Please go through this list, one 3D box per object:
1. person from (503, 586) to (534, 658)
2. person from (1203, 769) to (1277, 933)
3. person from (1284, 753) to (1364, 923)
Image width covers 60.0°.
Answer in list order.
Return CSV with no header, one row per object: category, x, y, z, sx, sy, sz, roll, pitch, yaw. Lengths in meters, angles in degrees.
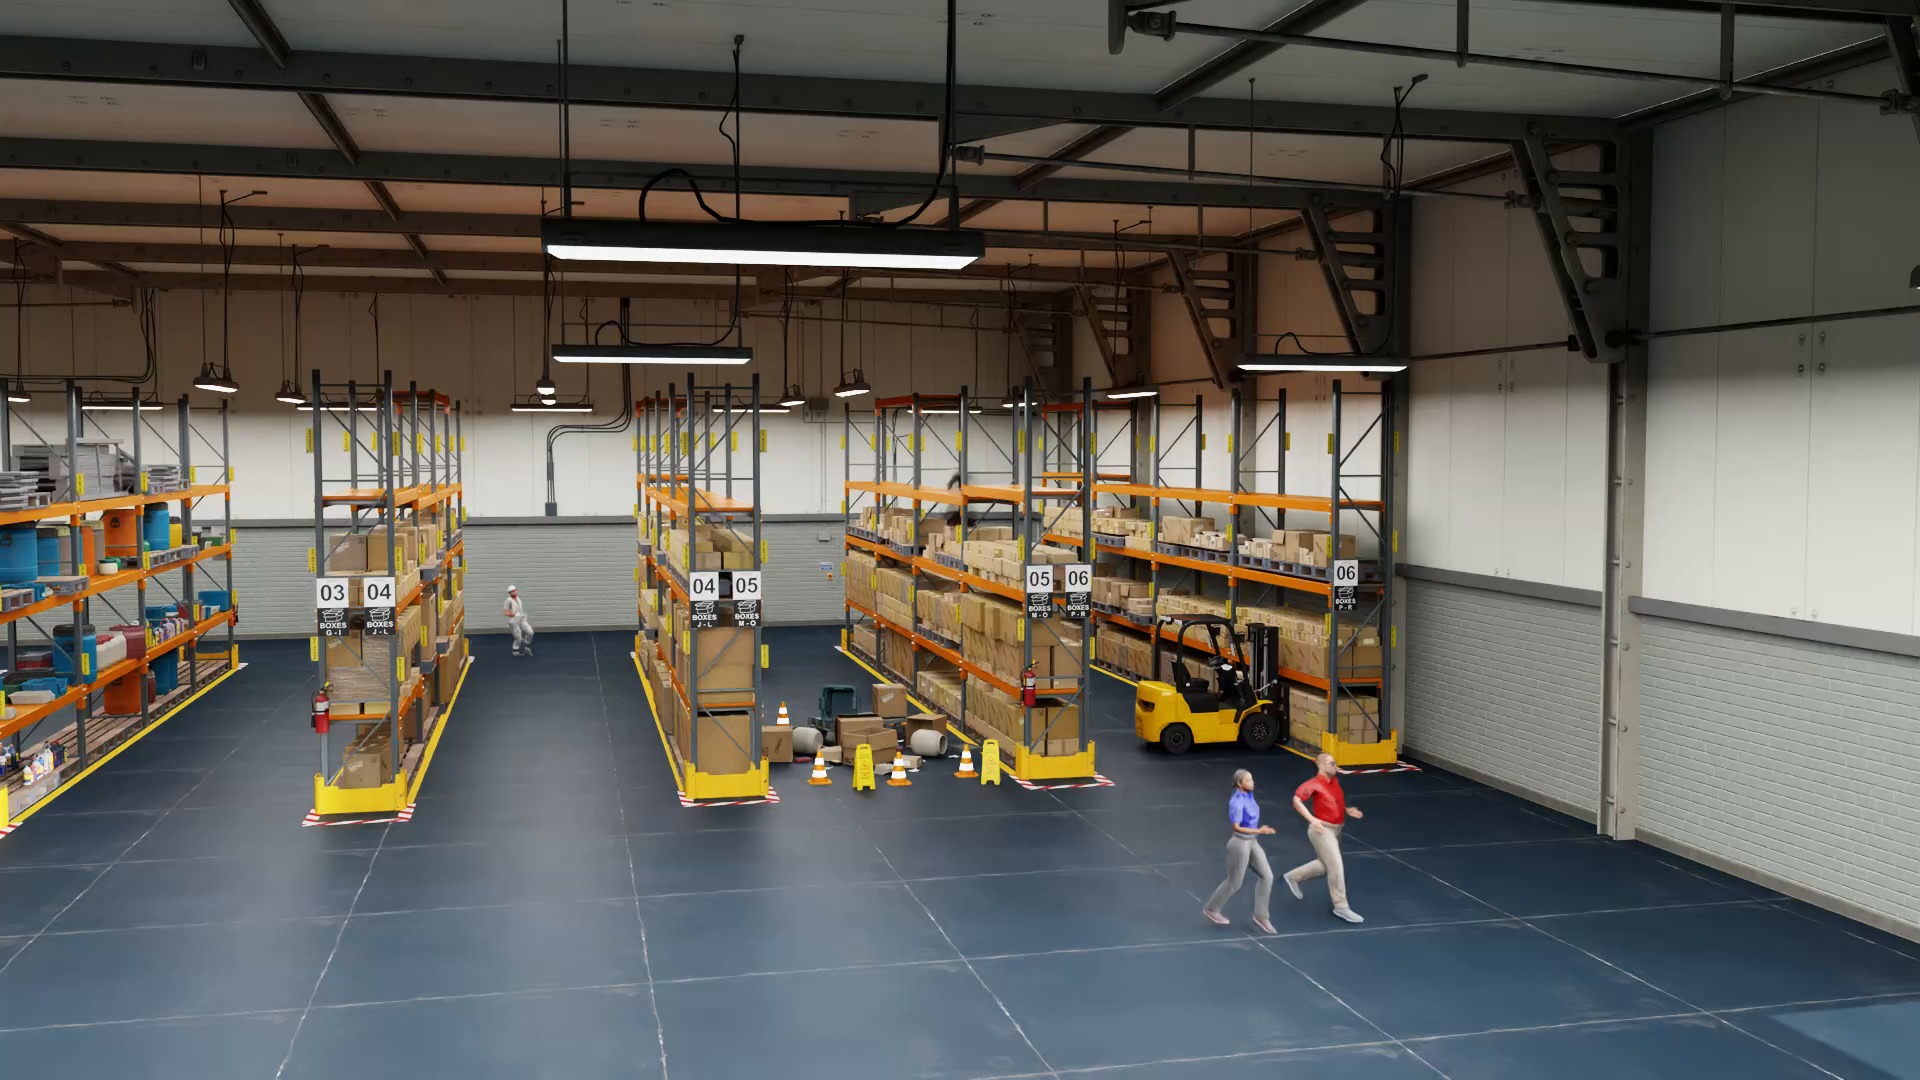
person,-10.305,1.917,38.738,0.629,1.721,0.679,2,4,29
person,2.888,3.206,17.127,0.759,1.697,0.581,2,4,32
person,3.858,3.129,17.671,0.951,1.737,0.664,2,4,36
